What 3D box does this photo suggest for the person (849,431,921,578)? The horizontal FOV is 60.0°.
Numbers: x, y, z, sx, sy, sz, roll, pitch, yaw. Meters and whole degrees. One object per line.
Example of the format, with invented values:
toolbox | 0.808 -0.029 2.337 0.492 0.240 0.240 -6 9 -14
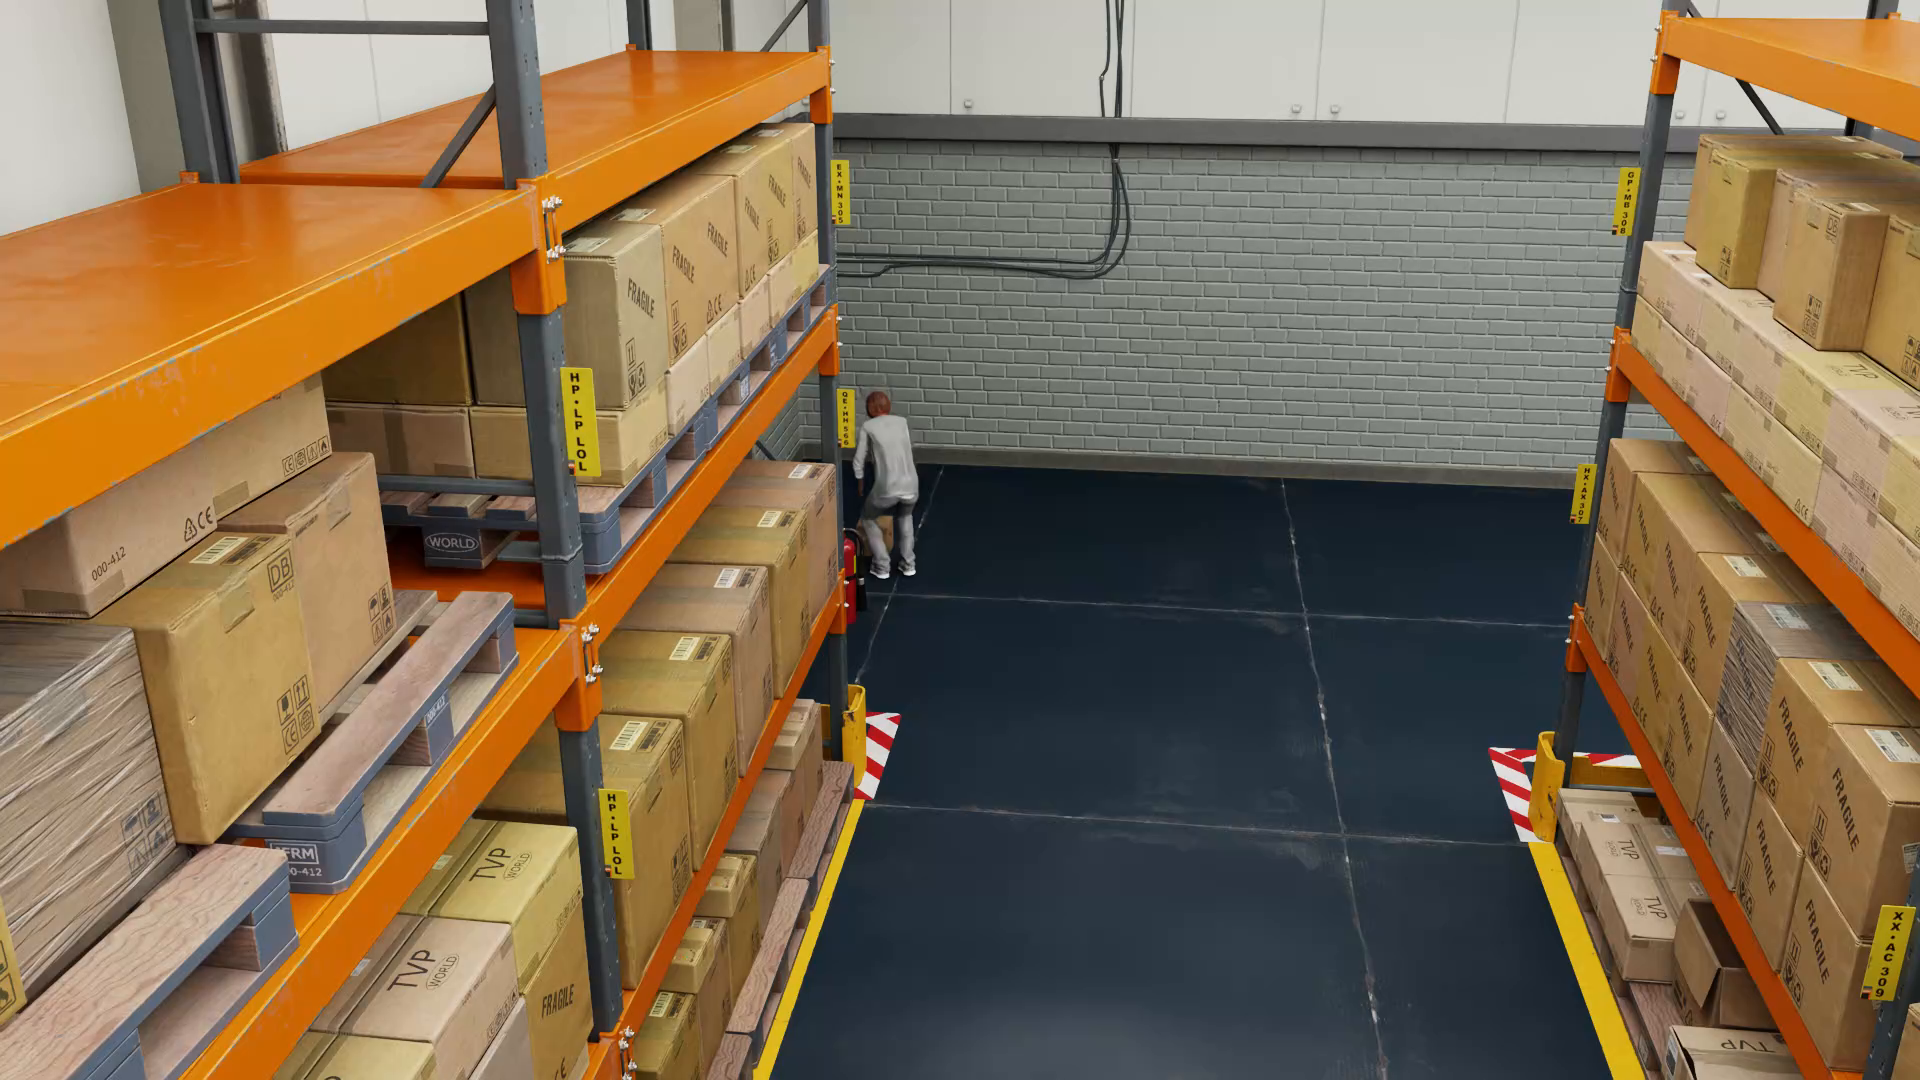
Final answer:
person | -0.562 -0.241 12.516 0.456 1.010 0.768 -7 23 -18
